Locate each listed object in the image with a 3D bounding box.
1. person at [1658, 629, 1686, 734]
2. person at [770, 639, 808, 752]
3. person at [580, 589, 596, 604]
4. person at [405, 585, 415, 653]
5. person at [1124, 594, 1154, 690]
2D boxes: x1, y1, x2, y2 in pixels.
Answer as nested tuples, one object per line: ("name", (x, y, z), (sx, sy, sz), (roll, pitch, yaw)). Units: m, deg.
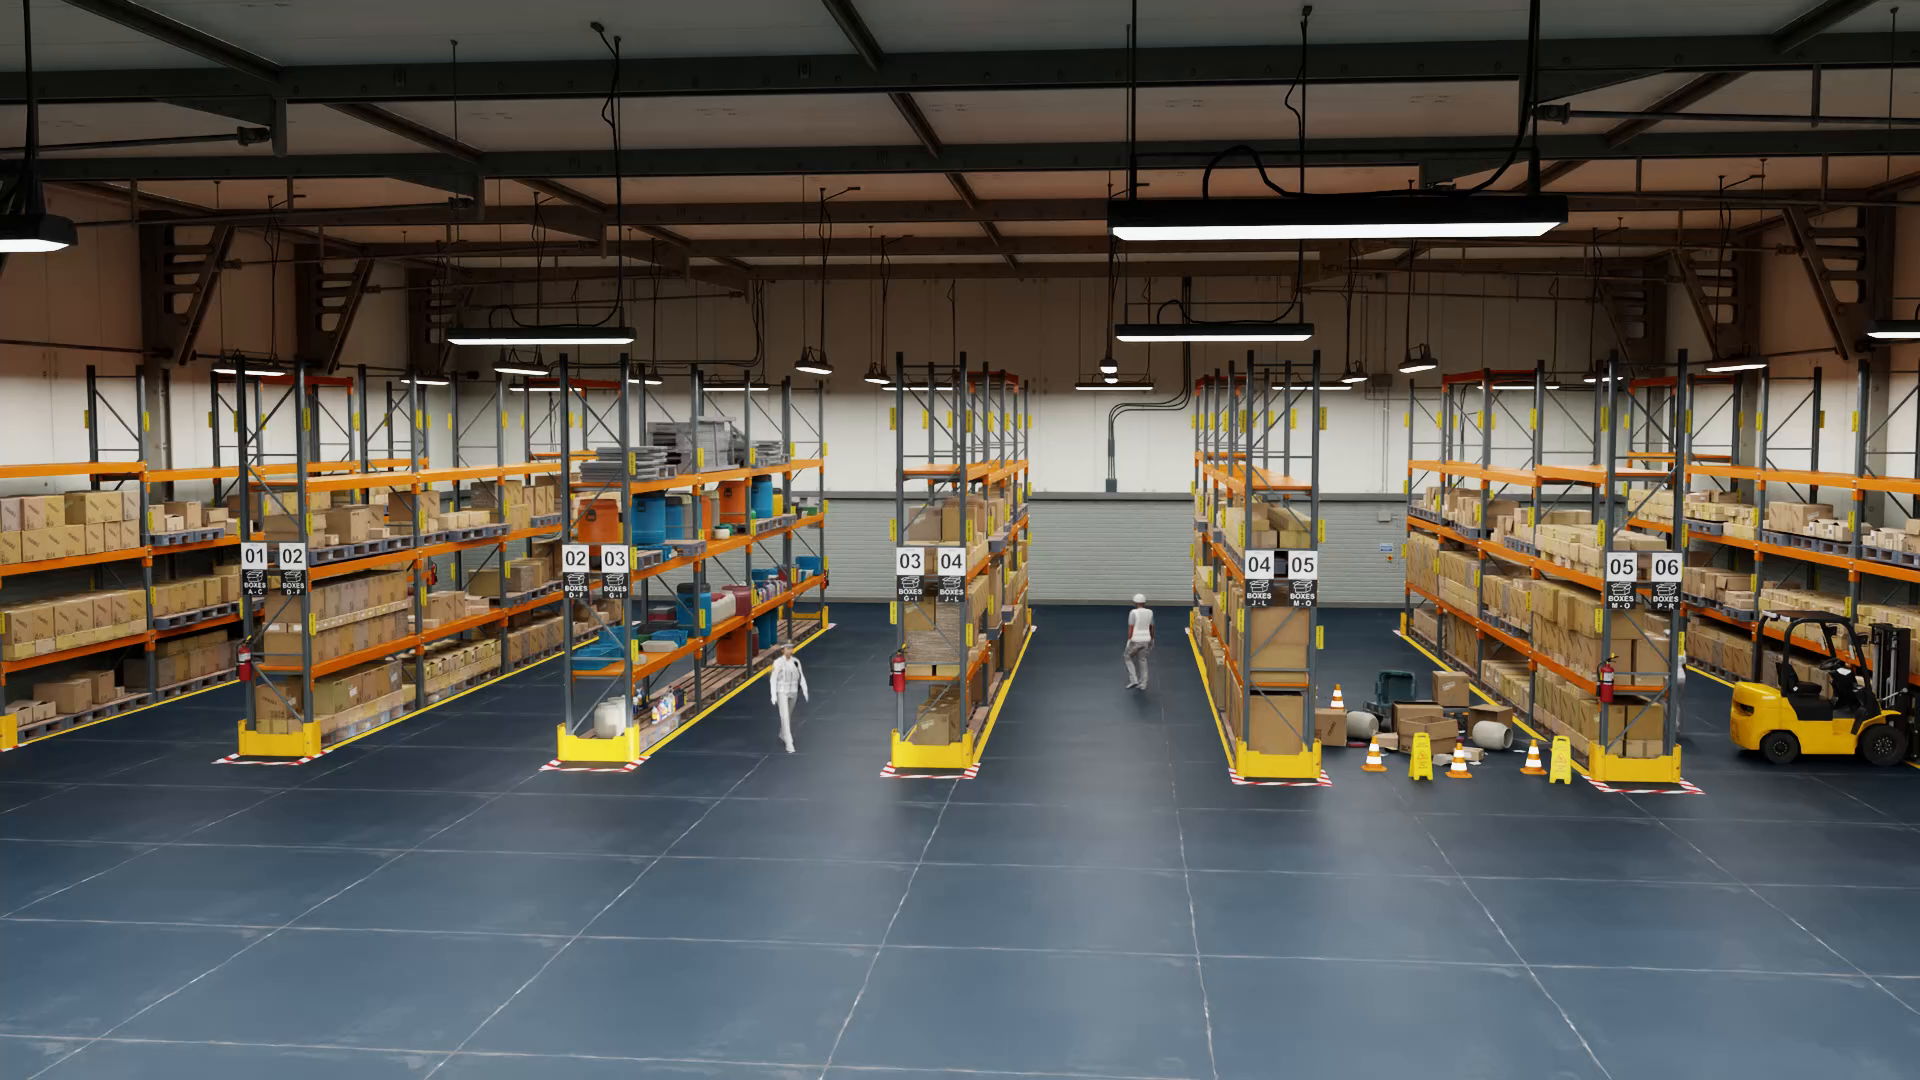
("person", (11.490, 2.286, 26.760), (0.519, 1.647, 0.581), (-1, 4, -17))
("person", (-2.640, 2.351, 25.574), (0.545, 1.652, 0.976), (-2, 5, -26))
("person", (-9.680, 1.097, 43.325), (0.450, 1.639, 0.853), (-4, 6, -45))
("person", (-11.454, 1.750, 34.615), (0.449, 1.598, 0.445), (3, 5, 32))
("person", (3.355, 1.901, 31.127), (0.604, 1.789, 0.401), (-2, 5, -27))
